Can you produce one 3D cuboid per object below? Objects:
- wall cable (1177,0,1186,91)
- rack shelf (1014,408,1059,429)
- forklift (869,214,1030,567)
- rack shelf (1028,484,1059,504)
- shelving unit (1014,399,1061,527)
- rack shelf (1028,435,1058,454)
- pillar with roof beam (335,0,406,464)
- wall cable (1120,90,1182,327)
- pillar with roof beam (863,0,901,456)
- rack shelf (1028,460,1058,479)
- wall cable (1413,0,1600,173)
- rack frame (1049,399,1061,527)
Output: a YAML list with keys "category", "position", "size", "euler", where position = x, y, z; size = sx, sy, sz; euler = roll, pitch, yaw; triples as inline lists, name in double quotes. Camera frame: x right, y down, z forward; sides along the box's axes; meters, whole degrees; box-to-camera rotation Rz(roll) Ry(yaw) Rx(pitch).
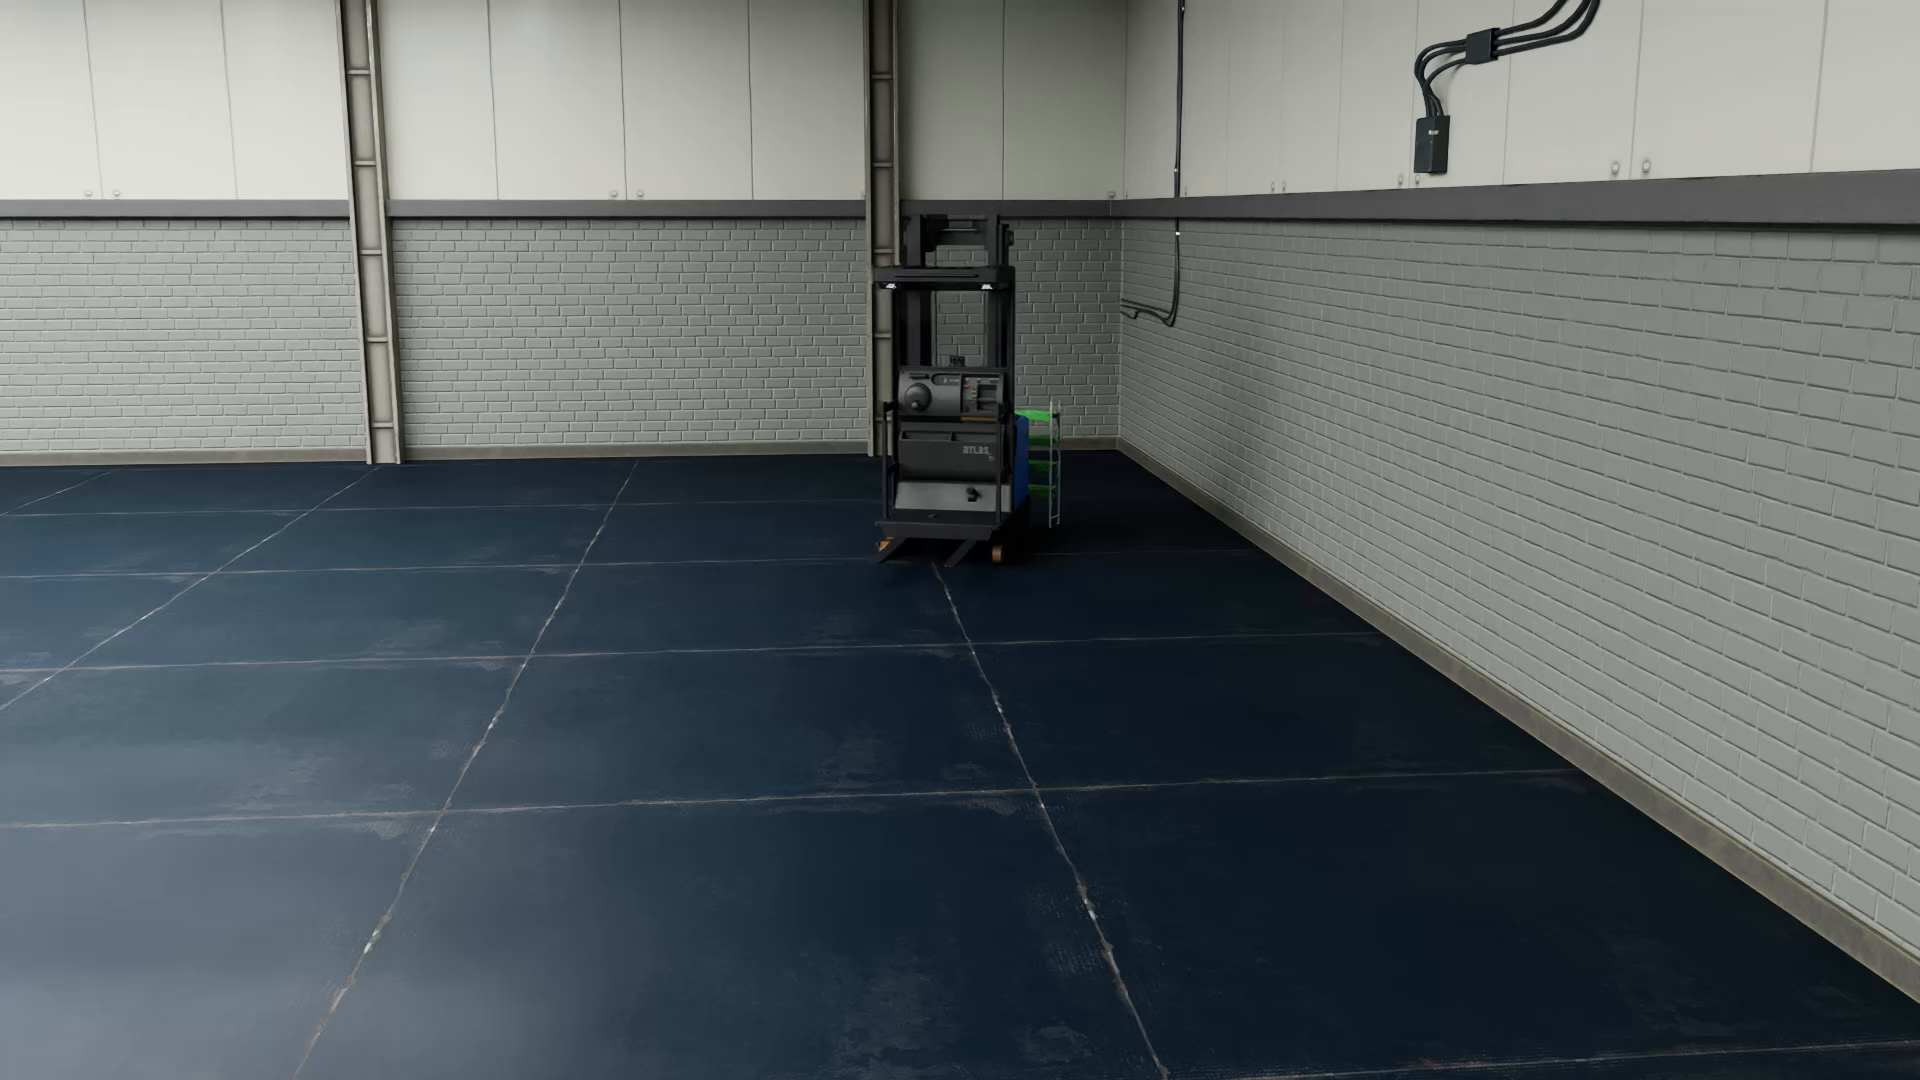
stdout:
- category: "wall cable"
  position: [2.423, -5.724, 15.995]
  size: [0.112, 2.526, 3.097]
  euler: [-1, 11, -6]
- category: "rack shelf"
  position: [0.685, -1.160, 15.881]
  size: [0.480, 0.148, 0.258]
  euler: [5, 12, 24]
- category: "forklift"
  position: [-0.111, -1.310, 14.315]
  size: [1.130, 2.935, 3.031]
  euler: [2, 11, 10]
- category: "rack shelf"
  position: [0.684, -0.453, 16.016]
  size: [0.480, 0.148, 0.258]
  euler: [5, 12, 24]
- category: "shelving unit"
  position: [0.684, -0.752, 15.959]
  size: [0.503, 1.200, 0.258]
  euler: [5, 12, 24]
- category: "rack shelf"
  position: [0.685, -0.925, 15.926]
  size: [0.480, 0.148, 0.258]
  euler: [5, 12, 24]
- category: "pillar with roof beam"
  position: [-6.440, -4.530, 14.964]
  size: [0.400, 9.000, 9.100]
  euler: [-1, 11, -6]
- category: "wall cable"
  position: [2.131, -3.765, 19.121]
  size: [0.112, 2.526, 3.097]
  euler: [-1, 11, -6]
- category: "pillar with roof beam"
  position: [-0.475, -4.655, 15.600]
  size: [0.400, 9.000, 9.100]
  euler: [-1, 11, -6]
- category: "rack shelf"
  position: [0.684, -0.689, 15.971]
  size: [0.480, 0.148, 0.258]
  euler: [5, 12, 24]
- category: "wall cable"
  position: [3.141, -5.136, 9.231]
  size: [0.169, 6.003, 2.305]
  euler: [-1, 11, -6]
- category: "rack frame"
  position: [0.906, -0.732, 15.858]
  size: [0.015, 1.200, 0.240]
  euler: [5, 12, 24]
